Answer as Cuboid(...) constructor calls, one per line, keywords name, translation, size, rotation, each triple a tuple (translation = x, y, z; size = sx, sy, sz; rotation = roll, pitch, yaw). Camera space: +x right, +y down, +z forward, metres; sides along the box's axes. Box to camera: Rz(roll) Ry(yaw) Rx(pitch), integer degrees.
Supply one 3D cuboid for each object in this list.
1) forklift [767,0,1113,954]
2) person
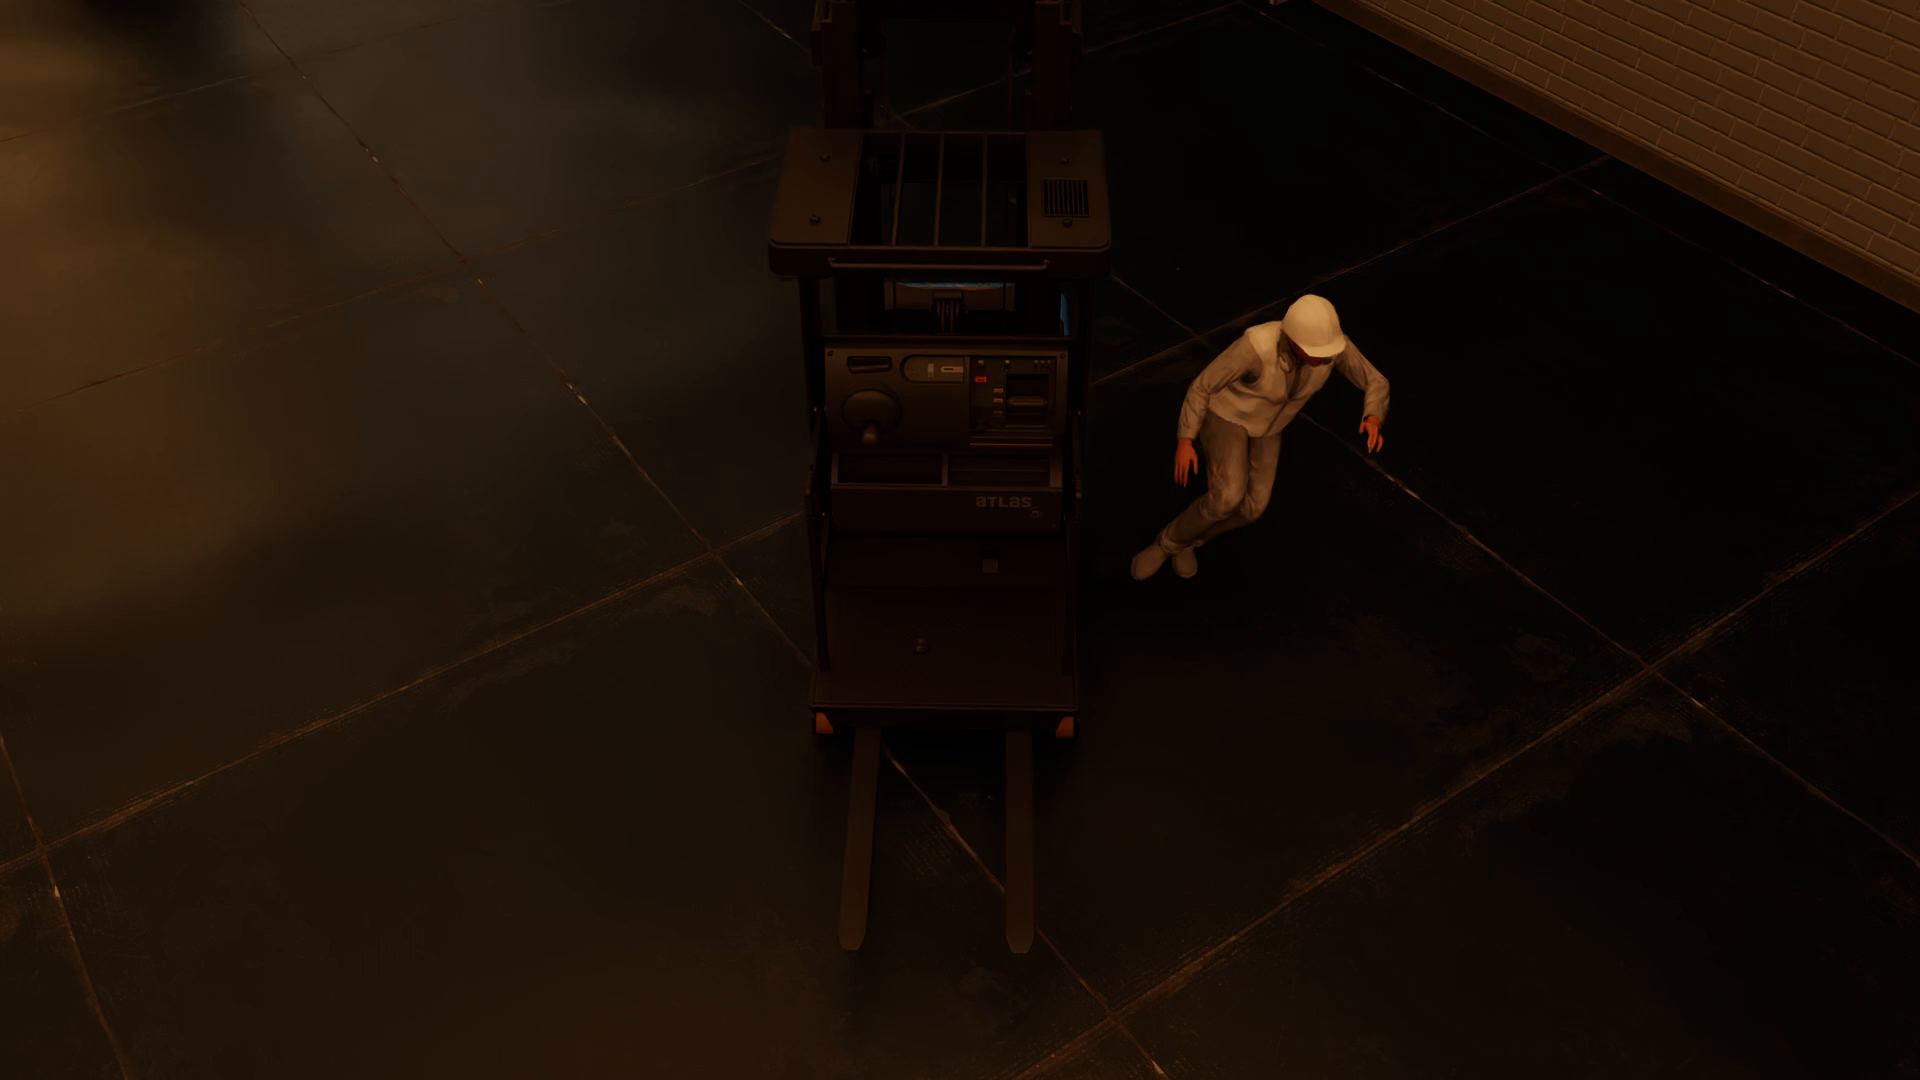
Cuboid(name="forklift", translation=(-0.055, -0.467, 6.222), size=(1.130, 2.935, 3.031), rotation=(1, 43, 1))
Cuboid(name="person", translation=(1.283, -0.398, 7.180), size=(1.052, 1.530, 0.907), rotation=(-17, 45, -18))
